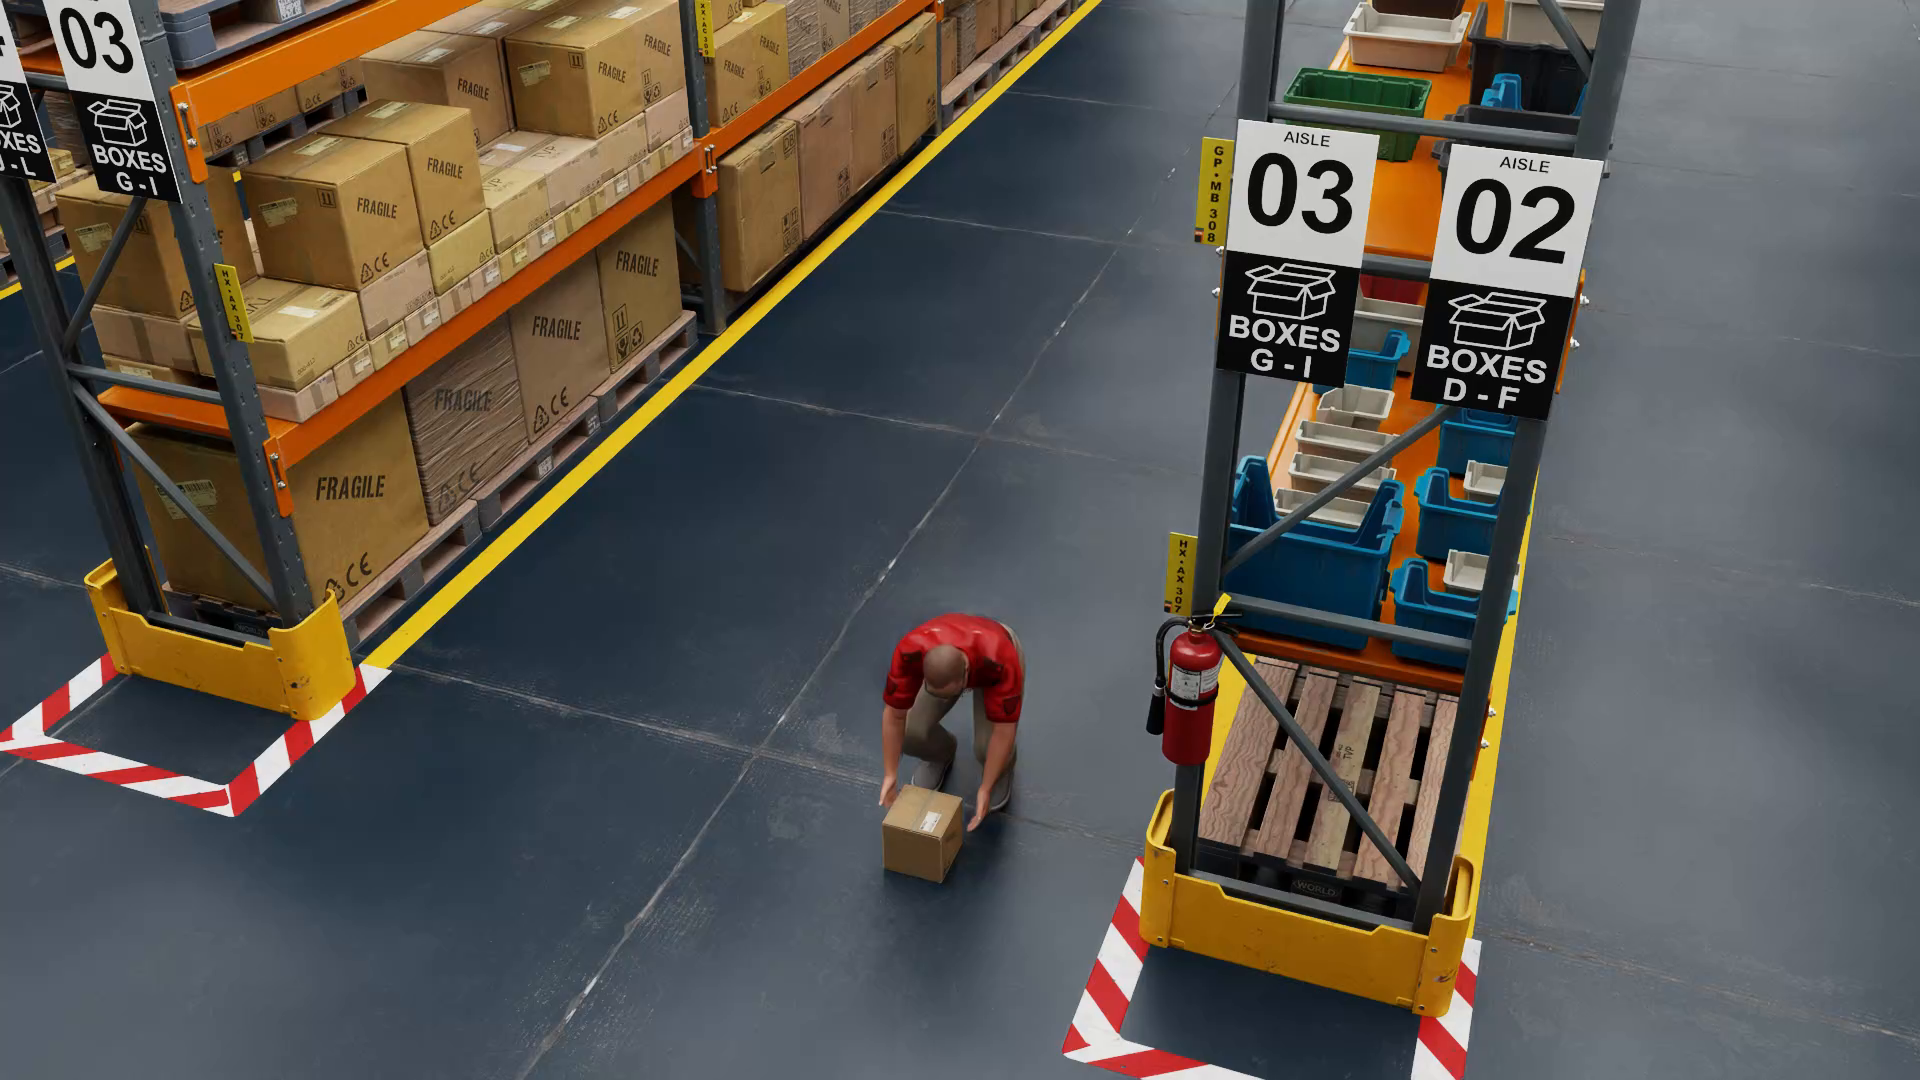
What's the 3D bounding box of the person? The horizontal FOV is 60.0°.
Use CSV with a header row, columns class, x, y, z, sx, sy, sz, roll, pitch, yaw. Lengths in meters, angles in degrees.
class,x,y,z,sx,sy,sz,roll,pitch,yaw
person,0.017,0.667,6.769,0.570,1.036,0.857,11,35,16
